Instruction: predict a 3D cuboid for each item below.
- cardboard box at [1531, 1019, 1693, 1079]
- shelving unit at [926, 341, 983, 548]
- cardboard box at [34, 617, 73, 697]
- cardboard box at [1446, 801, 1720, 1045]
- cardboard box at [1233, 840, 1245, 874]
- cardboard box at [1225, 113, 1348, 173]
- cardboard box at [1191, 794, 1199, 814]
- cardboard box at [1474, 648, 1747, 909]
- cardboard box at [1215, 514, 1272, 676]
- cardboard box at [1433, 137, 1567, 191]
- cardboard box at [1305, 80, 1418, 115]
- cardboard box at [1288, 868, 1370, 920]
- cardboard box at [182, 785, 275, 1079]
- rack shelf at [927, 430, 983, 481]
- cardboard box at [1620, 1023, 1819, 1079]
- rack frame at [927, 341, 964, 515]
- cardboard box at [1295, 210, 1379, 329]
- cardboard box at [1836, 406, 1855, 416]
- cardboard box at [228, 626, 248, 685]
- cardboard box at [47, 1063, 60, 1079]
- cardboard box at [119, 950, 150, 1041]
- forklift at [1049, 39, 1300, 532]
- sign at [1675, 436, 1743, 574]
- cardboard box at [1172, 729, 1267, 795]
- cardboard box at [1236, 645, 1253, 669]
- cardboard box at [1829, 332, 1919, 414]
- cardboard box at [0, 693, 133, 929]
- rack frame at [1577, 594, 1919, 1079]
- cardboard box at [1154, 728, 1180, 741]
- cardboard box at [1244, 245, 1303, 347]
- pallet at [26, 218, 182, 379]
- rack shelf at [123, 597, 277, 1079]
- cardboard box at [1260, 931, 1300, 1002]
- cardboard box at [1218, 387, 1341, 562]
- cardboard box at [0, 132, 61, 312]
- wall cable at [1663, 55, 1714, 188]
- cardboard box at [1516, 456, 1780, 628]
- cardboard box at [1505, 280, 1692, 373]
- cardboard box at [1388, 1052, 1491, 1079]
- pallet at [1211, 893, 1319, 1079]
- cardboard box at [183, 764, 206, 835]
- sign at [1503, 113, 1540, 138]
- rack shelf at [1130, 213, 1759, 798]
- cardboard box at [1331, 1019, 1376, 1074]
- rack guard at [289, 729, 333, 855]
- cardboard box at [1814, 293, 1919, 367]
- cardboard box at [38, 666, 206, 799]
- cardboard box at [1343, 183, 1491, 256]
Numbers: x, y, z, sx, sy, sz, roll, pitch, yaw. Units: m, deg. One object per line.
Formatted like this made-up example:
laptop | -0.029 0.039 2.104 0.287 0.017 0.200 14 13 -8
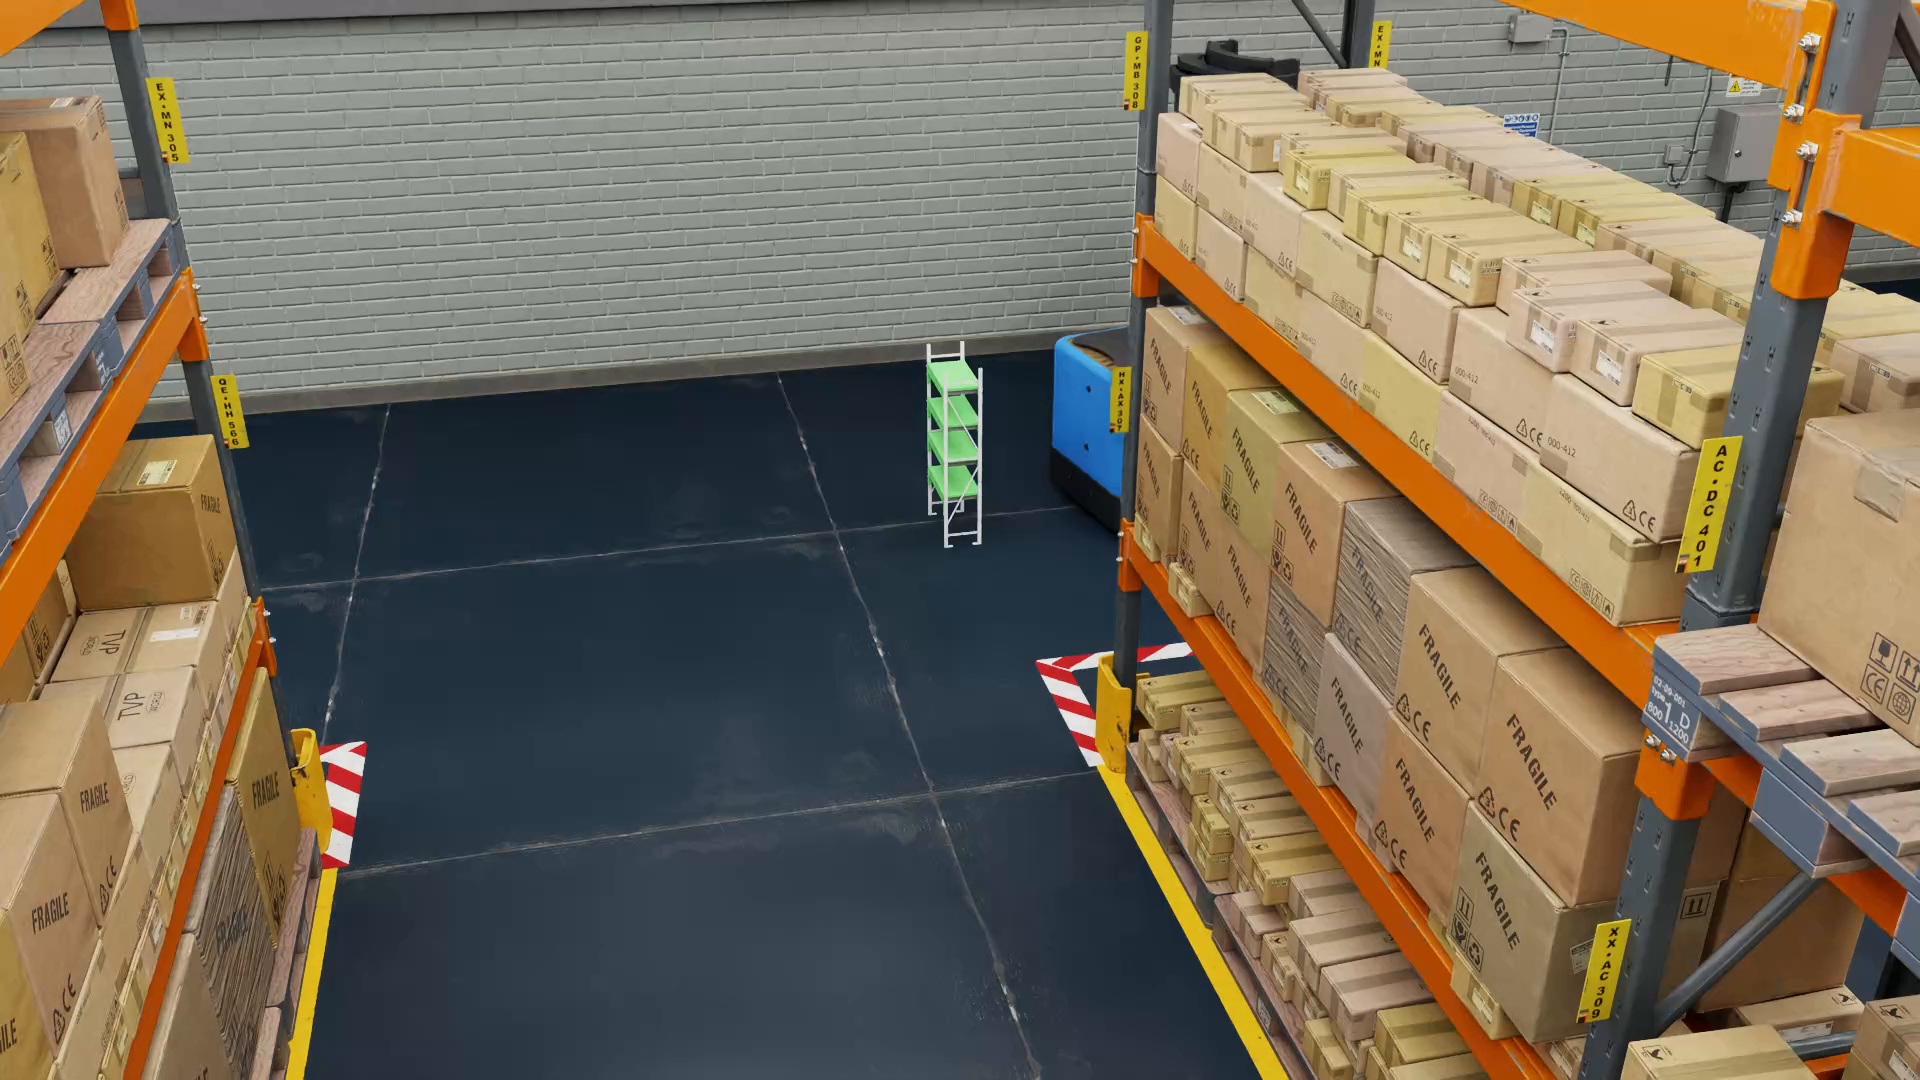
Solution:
cardboard box | 1.888 1.447 4.834 0.380 0.149 0.250 -6 27 -12
shelving unit | -0.037 -0.608 10.624 0.258 1.200 0.503 -6 27 -12
cardboard box | -3.608 0.539 6.189 0.500 0.250 0.500 -6 27 -12
cardboard box | 1.796 1.075 4.850 0.500 0.500 0.500 -6 27 -12
cardboard box | 1.399 1.344 7.127 0.380 0.149 0.250 -7 28 -14
cardboard box | 1.214 -1.481 6.195 0.380 0.149 0.250 -6 27 -11
cardboard box | 1.286 1.243 7.657 0.380 0.149 0.250 -6 27 -11
cardboard box | 1.811 0.633 4.615 0.500 0.500 0.500 -7 28 -13
cardboard box | 1.354 0.177 6.630 0.500 0.500 0.500 -6 27 -11
cardboard box | 1.898 -1.312 5.860 0.380 0.149 0.250 -5 27 -10
cardboard box | 1.621 -1.761 6.750 0.380 0.149 0.250 -6 27 -11
cardboard box | 1.532 1.441 6.604 0.380 0.149 0.250 -6 27 -11
cardboard box | -3.149 1.573 6.197 0.875 0.875 0.875 -6 27 -12
rack shelf | -0.037 -0.551 10.652 0.258 0.148 0.480 -6 27 -12
cardboard box | 1.821 1.315 3.968 0.380 0.149 0.250 -5 27 -9
rack frame | -0.092 -0.715 10.836 0.240 1.200 0.015 -6 27 -12
cardboard box | 1.461 -0.922 5.531 0.500 0.250 0.500 -7 28 -14
cardboard box | 2.306 -0.295 4.288 0.500 0.250 0.500 -5 27 -10
cardboard box | -3.115 0.488 6.732 0.380 0.149 0.250 -6 27 -11
cardboard box | -2.526 1.597 4.094 0.500 0.250 0.500 -6 27 -13
cardboard box | -2.656 1.386 4.955 0.380 0.149 0.250 -6 27 -12
forklift | 2.175 -1.771 11.006 3.031 2.935 1.130 -11 29 -22
sign | 1.653 -0.075 3.667 0.100 0.325 0.005 -6 27 -12
cardboard box | 1.177 0.997 7.484 0.380 0.149 0.250 -6 27 -12
cardboard box | 1.368 0.420 6.867 0.380 0.149 0.250 -6 27 -12
cardboard box | 2.351 -0.389 4.033 0.380 0.149 0.250 -6 27 -13
cardboard box | -2.759 0.814 4.813 0.500 0.500 0.500 -7 28 -13
rack frame | 2.180 1.436 4.576 1.000 3.000 0.127 -6 27 -12
cardboard box | 1.147 0.889 8.028 0.380 0.149 0.250 -5 27 -9
cardboard box | 1.374 -0.913 6.066 0.500 0.250 0.500 -7 28 -13
pallet | -3.399 -0.835 5.846 1.003 0.211 1.213 -6 27 -12
rack shelf | -3.126 1.339 5.567 1.077 0.370 4.000 -6 27 -12
cardboard box | 1.447 1.706 6.740 0.380 0.149 0.250 -6 27 -12
cardboard box | 1.337 -0.268 6.401 0.500 0.500 0.500 -7 28 -13
cardboard box | -3.398 -0.994 5.374 0.700 0.500 0.500 -7 28 -13
wall cable | 6.164 -3.943 14.105 0.588 1.984 0.122 -6 27 -12
cardboard box | 1.806 -0.024 4.306 0.500 0.250 0.500 -5 27 -10
cardboard box | 1.678 -0.565 4.380 0.380 0.149 0.250 -6 27 -12
cardboard box | 1.687 1.909 5.676 0.380 0.149 0.250 -6 27 -12
pallet | 1.716 1.853 6.844 1.003 0.211 1.213 -6 27 -12
cardboard box | -2.885 0.937 5.844 0.380 0.149 0.250 -6 27 -11
sign | 4.724 -3.483 14.021 0.327 0.218 0.001 -6 27 -12
rack shelf | 1.730 -0.460 5.801 1.077 0.370 4.000 -6 27 -12
cardboard box | 1.611 1.819 6.184 0.380 0.149 0.250 -5 27 -10
rack guard | -3.582 1.245 7.729 1.175 0.500 0.348 -6 27 -12
cardboard box | 2.322 -0.512 4.276 0.380 0.149 0.250 -7 28 -14
cardboard box | -2.980 0.706 5.860 0.500 0.250 0.500 -7 28 -13
cardboard box | 1.450 -1.021 5.284 0.380 0.149 0.250 -6 27 -12
